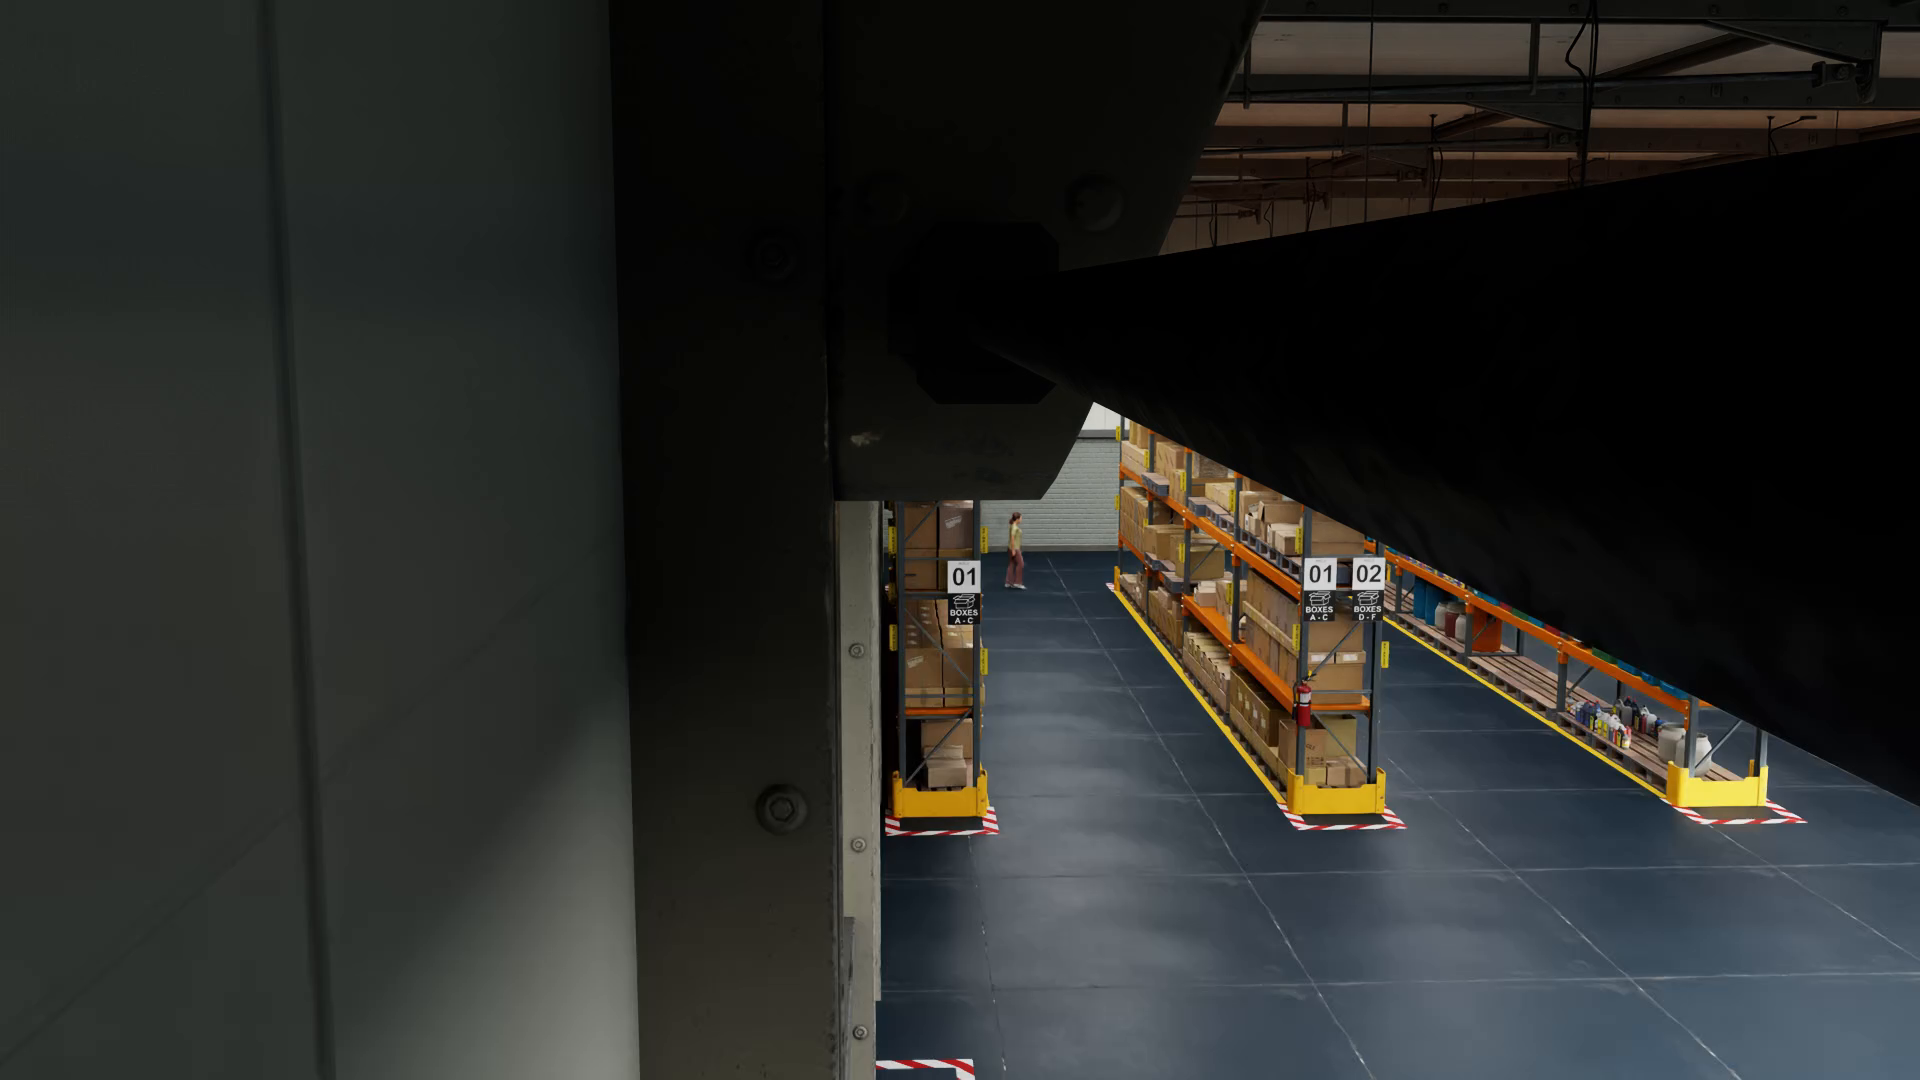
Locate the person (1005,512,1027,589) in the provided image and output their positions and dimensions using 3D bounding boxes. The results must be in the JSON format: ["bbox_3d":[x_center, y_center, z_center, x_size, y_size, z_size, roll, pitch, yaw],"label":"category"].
[{"bbox_3d":[1.233,0.238,36.693,0.485,1.718,0.505,-1,8,-6],"label":"person"}]

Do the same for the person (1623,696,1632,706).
[{"bbox_3d":[13.079,0.135,31.417,27.195,3.375,11.814,-7,11,-40],"label":"person"}]
